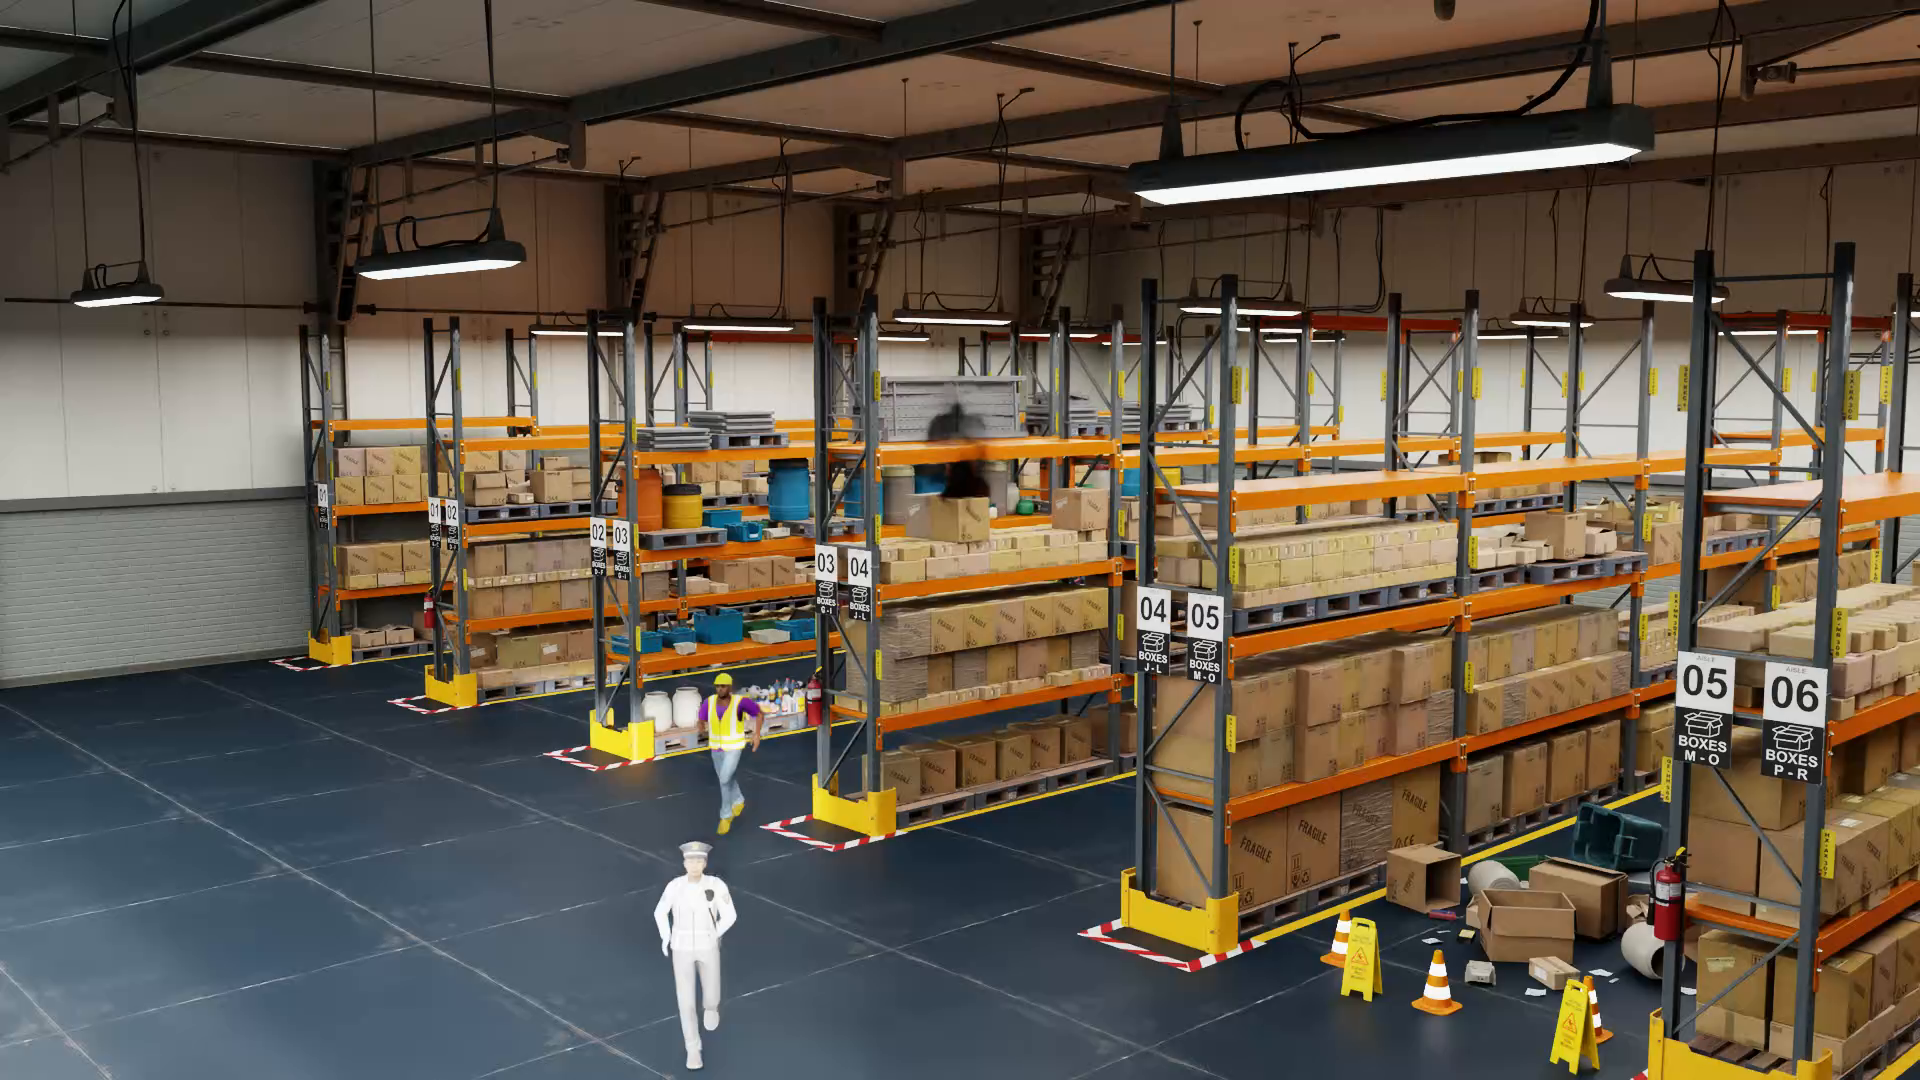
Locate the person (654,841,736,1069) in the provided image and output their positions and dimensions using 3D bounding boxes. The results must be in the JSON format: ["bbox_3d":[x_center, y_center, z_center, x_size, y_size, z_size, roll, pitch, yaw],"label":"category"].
[{"bbox_3d":[-2.000,3.076,12.570,0.621,1.648,0.718,-1,6,-6],"label":"person"}]

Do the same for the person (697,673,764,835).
[{"bbox_3d":[-2.643,2.388,18.951,0.719,1.793,0.830,2,6,21],"label":"person"}]
